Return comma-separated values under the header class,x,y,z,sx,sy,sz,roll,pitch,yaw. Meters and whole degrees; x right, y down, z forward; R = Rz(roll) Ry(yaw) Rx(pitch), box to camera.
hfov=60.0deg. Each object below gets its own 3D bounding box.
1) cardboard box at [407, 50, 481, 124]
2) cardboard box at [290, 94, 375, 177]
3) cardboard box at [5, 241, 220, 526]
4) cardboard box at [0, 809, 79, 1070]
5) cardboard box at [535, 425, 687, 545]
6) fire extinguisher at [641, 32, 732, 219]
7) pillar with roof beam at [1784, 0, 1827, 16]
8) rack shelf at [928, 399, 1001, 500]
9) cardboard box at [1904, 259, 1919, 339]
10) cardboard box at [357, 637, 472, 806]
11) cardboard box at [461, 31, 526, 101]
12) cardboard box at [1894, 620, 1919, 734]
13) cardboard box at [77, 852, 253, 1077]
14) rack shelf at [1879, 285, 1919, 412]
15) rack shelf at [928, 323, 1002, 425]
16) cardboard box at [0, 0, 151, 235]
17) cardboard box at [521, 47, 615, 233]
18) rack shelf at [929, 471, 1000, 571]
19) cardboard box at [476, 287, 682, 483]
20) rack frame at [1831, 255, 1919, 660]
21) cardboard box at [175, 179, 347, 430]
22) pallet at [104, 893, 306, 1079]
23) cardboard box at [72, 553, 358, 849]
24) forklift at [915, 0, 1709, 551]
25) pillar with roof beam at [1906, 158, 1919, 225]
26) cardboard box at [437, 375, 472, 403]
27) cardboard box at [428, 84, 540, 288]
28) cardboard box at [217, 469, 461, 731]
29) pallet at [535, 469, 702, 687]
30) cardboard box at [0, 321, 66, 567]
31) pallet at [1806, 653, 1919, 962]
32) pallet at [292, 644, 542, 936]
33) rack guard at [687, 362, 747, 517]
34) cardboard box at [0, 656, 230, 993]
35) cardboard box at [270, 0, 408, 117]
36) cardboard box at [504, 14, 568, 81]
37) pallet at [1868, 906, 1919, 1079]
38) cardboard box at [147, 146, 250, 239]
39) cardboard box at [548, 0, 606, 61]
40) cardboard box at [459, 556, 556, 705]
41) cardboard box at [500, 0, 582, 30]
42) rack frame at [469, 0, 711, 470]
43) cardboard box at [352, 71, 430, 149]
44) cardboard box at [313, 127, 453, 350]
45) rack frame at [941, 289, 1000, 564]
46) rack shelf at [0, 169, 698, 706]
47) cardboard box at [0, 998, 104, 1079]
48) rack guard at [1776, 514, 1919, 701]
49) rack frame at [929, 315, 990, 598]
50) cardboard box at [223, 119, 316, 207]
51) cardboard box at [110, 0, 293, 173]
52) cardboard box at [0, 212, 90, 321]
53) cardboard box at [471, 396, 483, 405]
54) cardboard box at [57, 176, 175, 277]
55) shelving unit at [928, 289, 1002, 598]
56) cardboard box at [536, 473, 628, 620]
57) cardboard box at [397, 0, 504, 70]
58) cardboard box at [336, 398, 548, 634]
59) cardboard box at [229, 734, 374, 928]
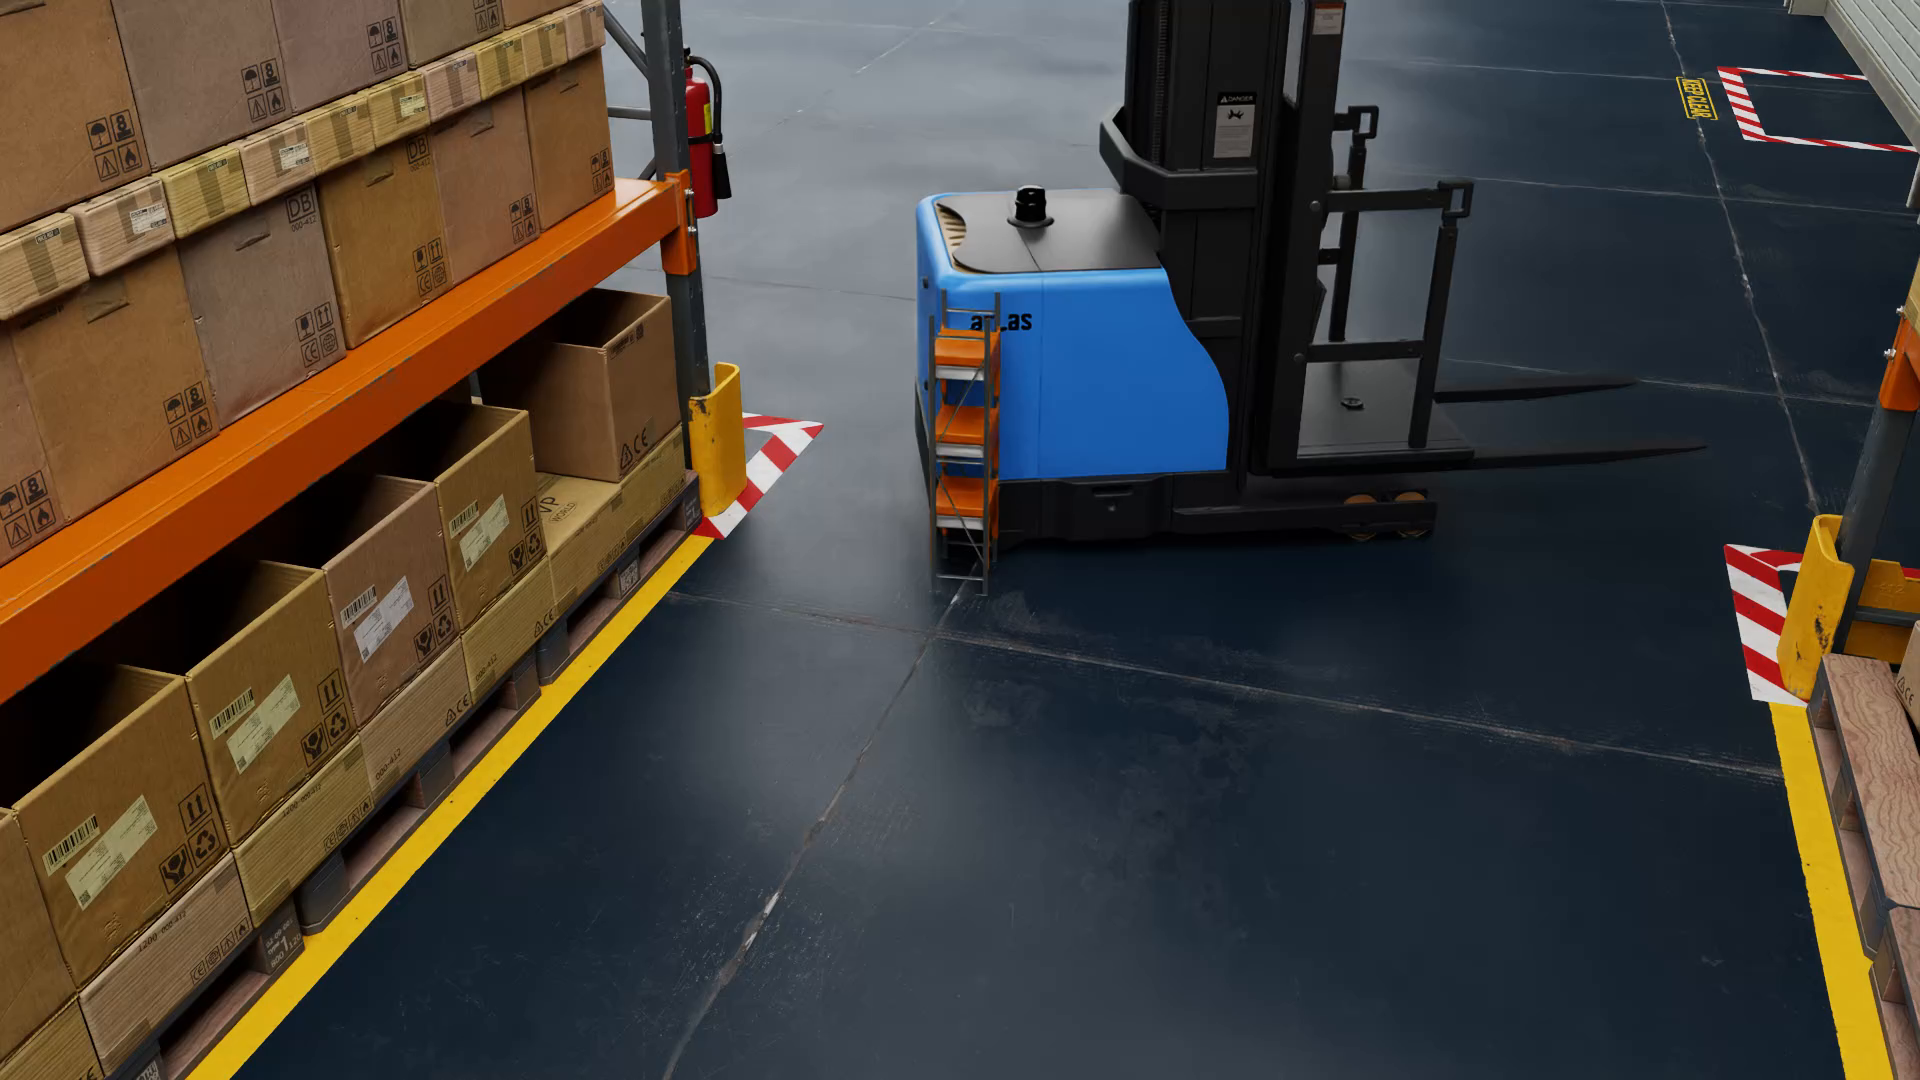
class,x,y,z,sx,sy,sz,roll,pitch,yaw
cardboard box,-1.606,-1.307,4.744,0.380,0.149,0.250,9,30,16
cardboard box,-1.758,-1.062,4.304,0.380,0.149,0.250,9,30,16
cardboard box,-2.200,-0.412,3.803,0.700,0.500,0.500,9,30,16
cardboard box,-2.188,0.837,3.285,0.500,0.500,0.500,8,30,15
cardboard box,-1.325,-0.232,5.978,0.500,0.250,0.500,8,30,15
fire extinguisher,-0.971,-1.497,5.934,0.296,0.674,0.183,8,30,15
pillar with roof beam,3.315,-9.200,13.532,9.100,9.000,0.400,8,30,15
rack shelf,0.018,-0.314,5.756,0.215,0.259,0.240,4,29,8
cardboard box,2.840,-0.598,4.374,0.500,0.250,0.500,8,30,13
cardboard box,-1.753,0.467,4.722,0.500,0.250,0.500,8,30,15
cardboard box,-1.530,-1.423,4.953,0.380,0.149,0.250,8,30,14
cardboard box,2.998,0.455,4.660,0.500,0.311,0.500,5,30,9
cardboard box,-2.046,0.931,3.887,0.500,0.250,0.500,8,30,15
rack shelf,2.700,0.407,3.172,1.077,0.370,4.000,8,30,15
rack shelf,0.018,-0.562,5.618,0.215,0.259,0.240,4,29,8
cardboard box,-2.205,-0.968,3.468,0.700,0.500,0.500,8,30,15
cardboard box,-1.599,-1.370,5.525,0.700,0.500,0.500,9,30,15
rack shelf,0.018,-0.071,5.891,0.215,0.259,0.240,4,29,8
cardboard box,-1.323,-0.560,5.796,0.500,0.500,0.500,8,30,15
rack frame,3.287,-0.837,4.668,1.000,3.000,0.127,8,30,15
cardboard box,-2.051,-0.650,4.231,0.700,0.500,0.500,9,30,16
pallet,-2.350,1.172,3.926,1.003,0.211,1.213,8,30,15
cardboard box,-1.895,0.372,4.121,0.500,0.500,0.500,8,30,15
forklift,1.367,-1.535,5.995,3.031,2.935,1.130,-3,29,-5
pillar with roof beam,1.554,-6.412,8.520,9.100,9.000,0.400,8,30,15
cardboard box,-1.965,-0.401,5.511,0.500,0.500,0.500,8,30,15
cardboard box,-1.748,-1.126,5.085,0.700,0.500,0.500,9,30,16
cardboard box,-1.750,0.139,4.539,0.500,0.500,0.500,8,30,15
pallet,-1.634,0.038,5.964,1.003,0.211,1.213,8,30,15
cardboard box,-2.351,-0.180,3.385,0.700,0.500,0.500,8,30,14
pallet,2.992,0.790,4.613,1.003,0.211,1.213,8,30,15
pallet,-1.994,0.603,4.948,1.003,0.211,1.213,8,30,15
rack guard,-1.443,-0.461,6.564,1.175,0.500,0.348,8,30,15
cardboard box,-2.049,0.603,3.705,0.500,0.500,0.500,8,30,15
cardboard box,-1.911,-1.433,4.303,0.700,0.500,0.500,9,30,15
cardboard box,-1.455,-1.542,5.167,0.380,0.149,0.250,9,30,16
pallet,2.632,1.355,3.597,1.003,0.211,1.213,8,30,15
cardboard box,-1.908,-0.828,3.882,0.380,0.149,0.250,8,30,14
cardboard box,-1.380,-1.664,5.386,0.380,0.149,0.250,8,30,14
cardboard box,-1.605,0.234,5.140,0.500,0.250,0.500,8,30,15
cardboard box,-1.614,-1.913,5.165,0.700,0.500,0.500,9,30,15
rack frame,-1.450,-1.542,5.936,1.000,3.000,0.127,8,30,15
cardboard box,-1.683,-1.185,4.524,0.380,0.149,0.250,9,30,16
cardboard box,-1.900,-0.896,4.672,0.700,0.500,0.500,9,30,15
rack frame,0.037,-0.382,5.856,0.200,1.050,0.008,4,29,8
rack shelf,-2.037,-0.298,4.440,1.077,0.370,4.000,8,30,15
cardboard box,-2.198,1.163,3.470,0.500,0.250,0.500,8,30,15
rack guard,3.265,0.291,5.213,1.175,0.500,0.348,8,30,15
rack frame,-0.001,-0.264,5.645,0.200,1.050,0.008,4,29,8
cardboard box,-1.833,-0.943,4.089,0.380,0.149,0.250,8,30,14
cardboard box,-2.058,-1.200,3.885,0.700,0.500,0.500,9,30,15
cardboard box,-2.061,-0.582,3.441,0.380,0.149,0.250,7,30,13
cardboard box,-1.820,-0.306,6.111,0.500,0.250,0.500,8,30,15
cardboard box,-1.985,-0.707,3.665,0.380,0.149,0.250,8,30,13
shelving unit,0.018,-0.323,5.751,0.215,1.050,0.252,4,29,8
cardboard box,-1.460,0.002,5.558,0.500,0.250,0.500,8,30,15
cardboard box,-1.764,-1.667,4.725,0.700,0.500,0.500,8,30,14
cardboard box,-1.602,-0.093,4.956,0.500,0.500,0.500,8,30,15
cardboard box,-1.894,0.700,4.303,0.500,0.250,0.500,8,30,15
